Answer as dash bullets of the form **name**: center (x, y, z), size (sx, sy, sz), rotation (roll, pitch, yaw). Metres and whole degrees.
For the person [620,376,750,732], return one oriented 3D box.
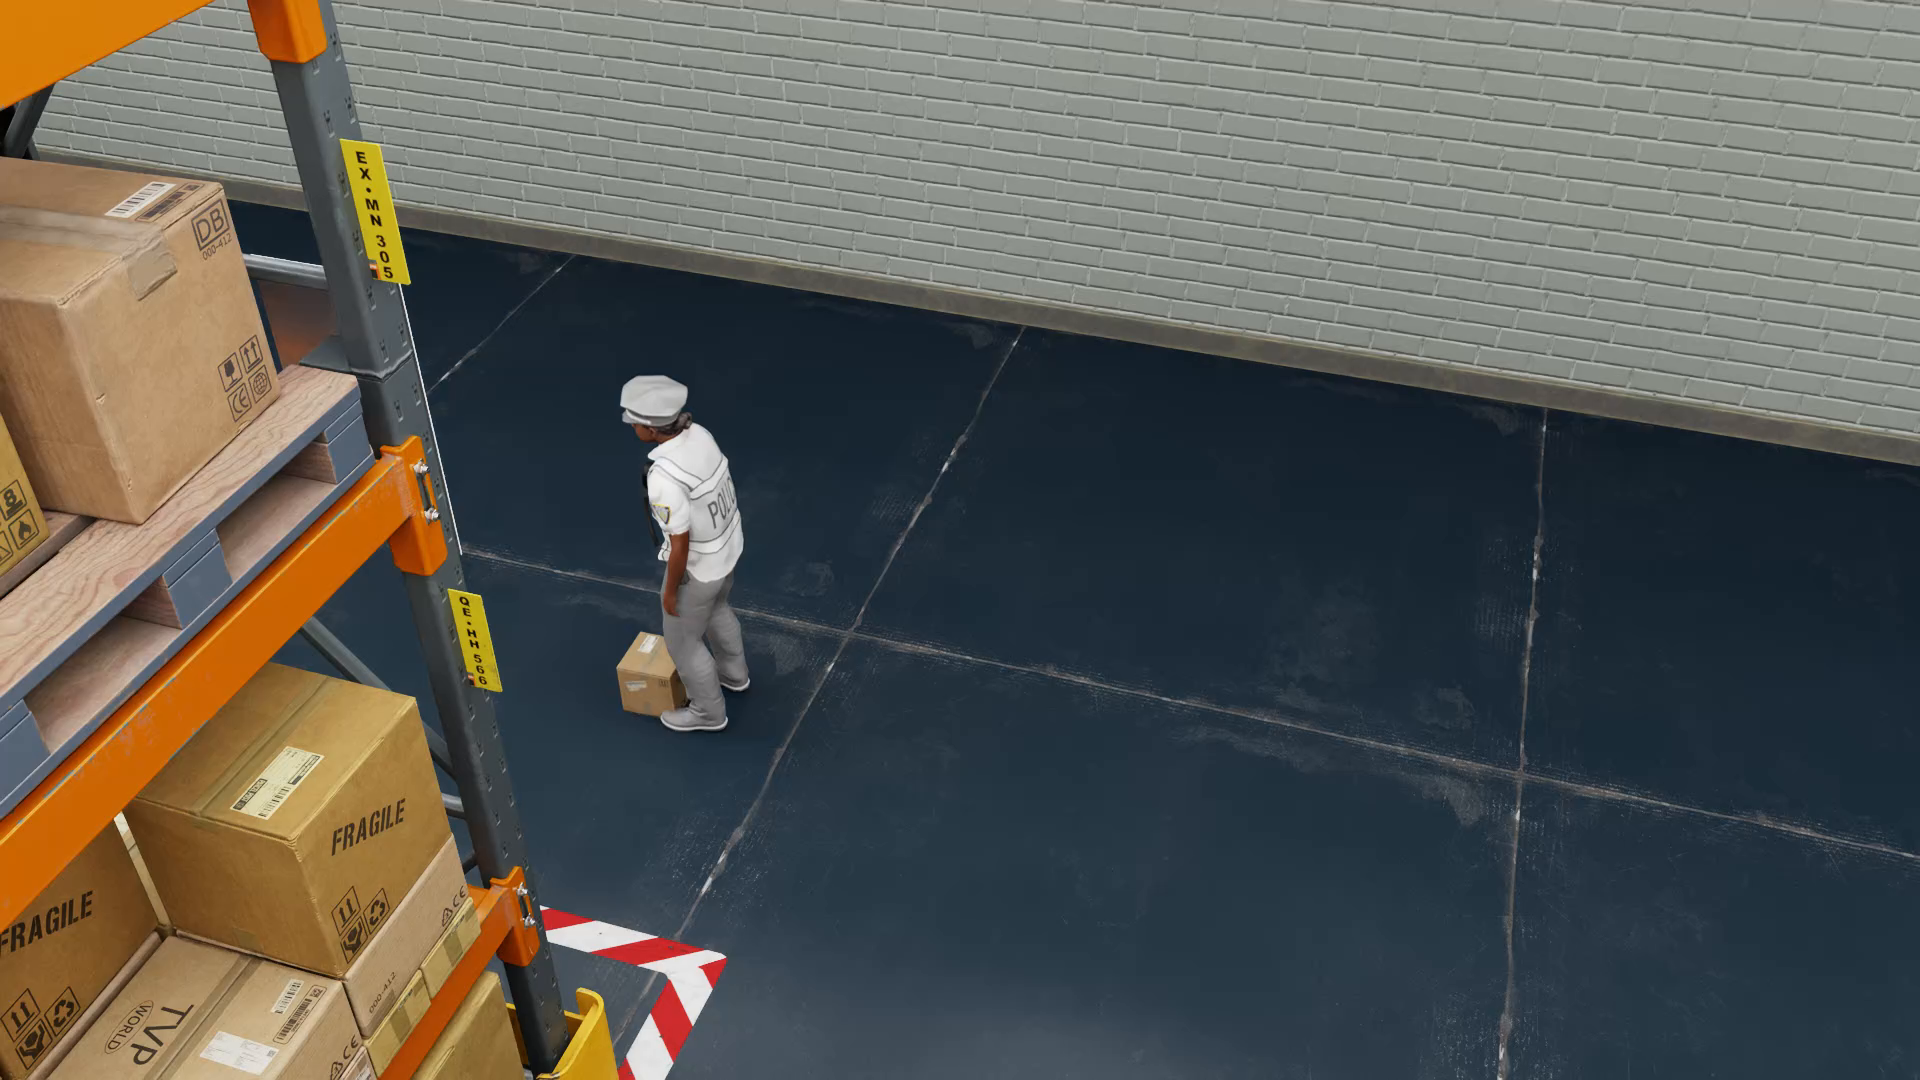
- **person**: center (-1.091, 0.072, 6.797), size (0.395, 1.657, 0.521), rotation (9, 38, 11)
